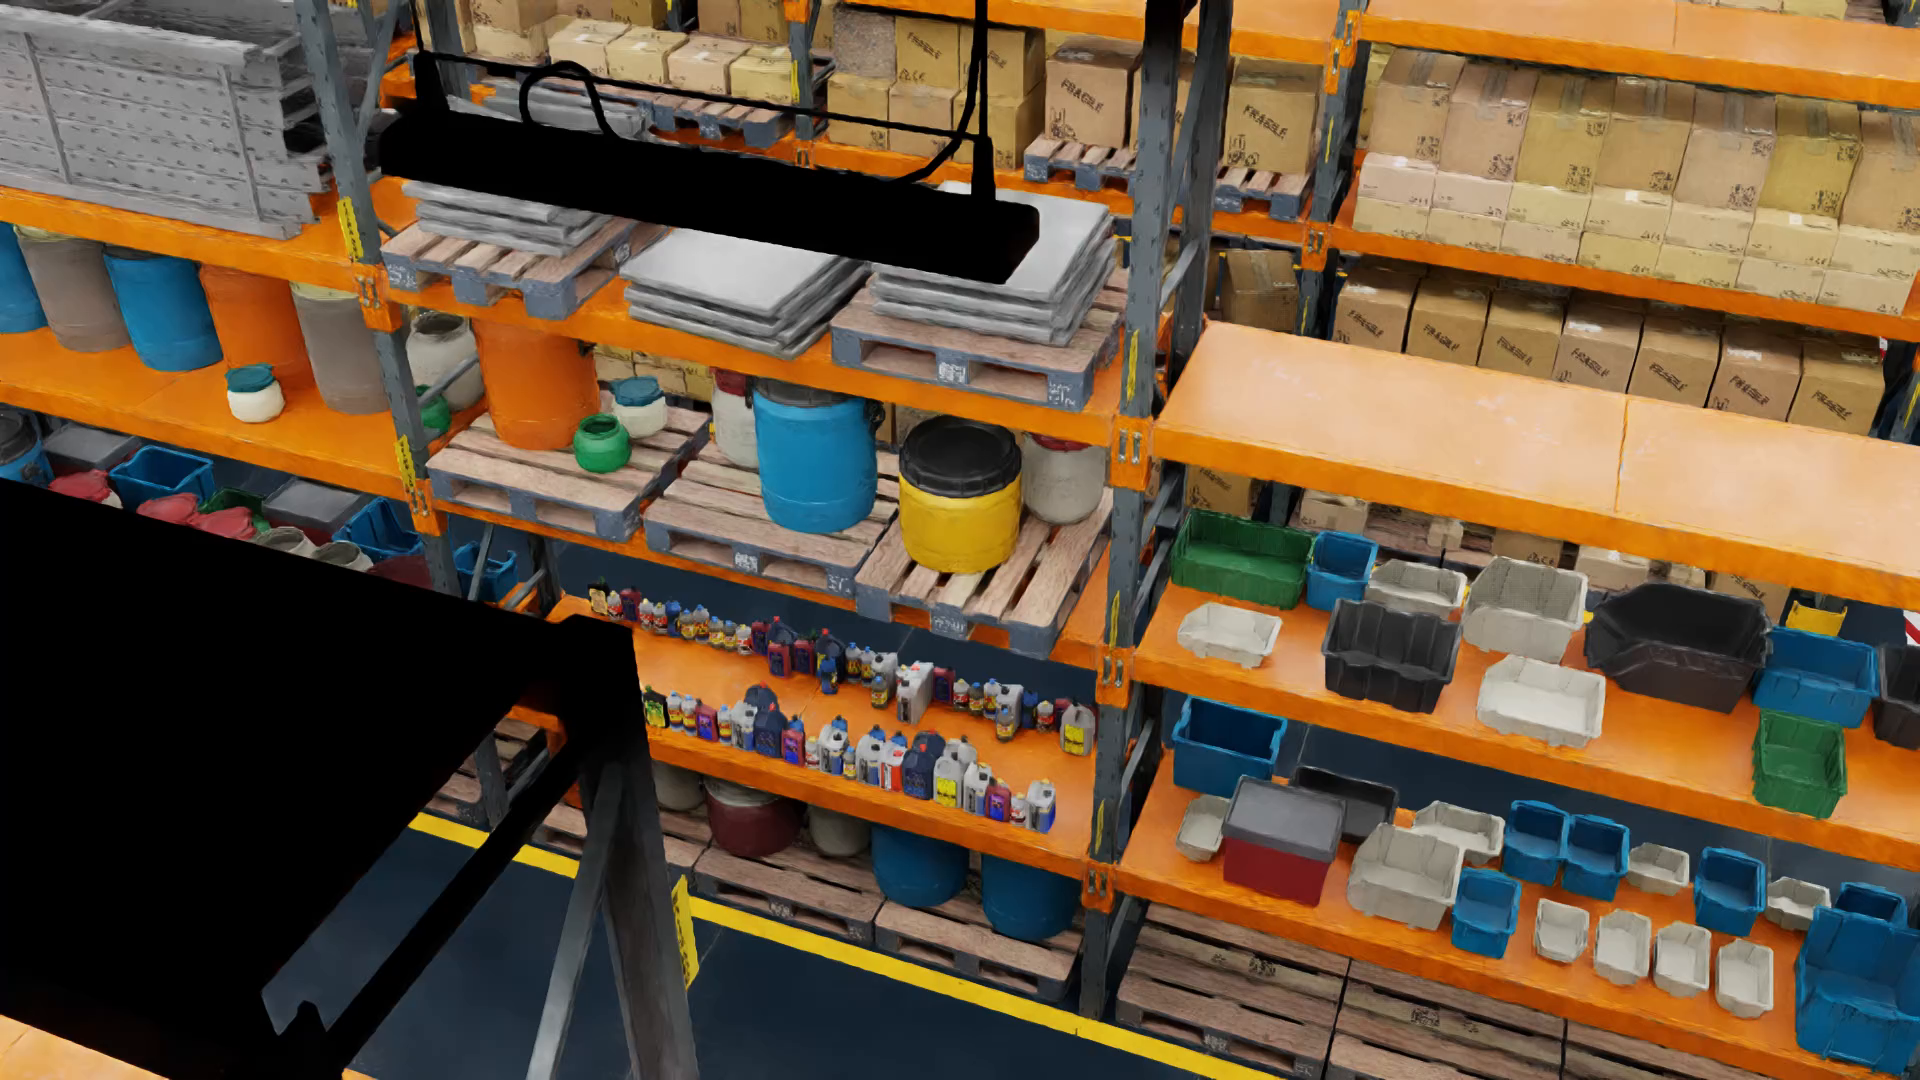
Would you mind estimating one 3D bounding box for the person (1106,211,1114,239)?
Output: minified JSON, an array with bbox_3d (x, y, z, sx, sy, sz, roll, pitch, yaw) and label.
[{"bbox_3d":[1.170,-2.935,15.960,1.030,1.673,0.553,12,38,16],"label":"person"}]
